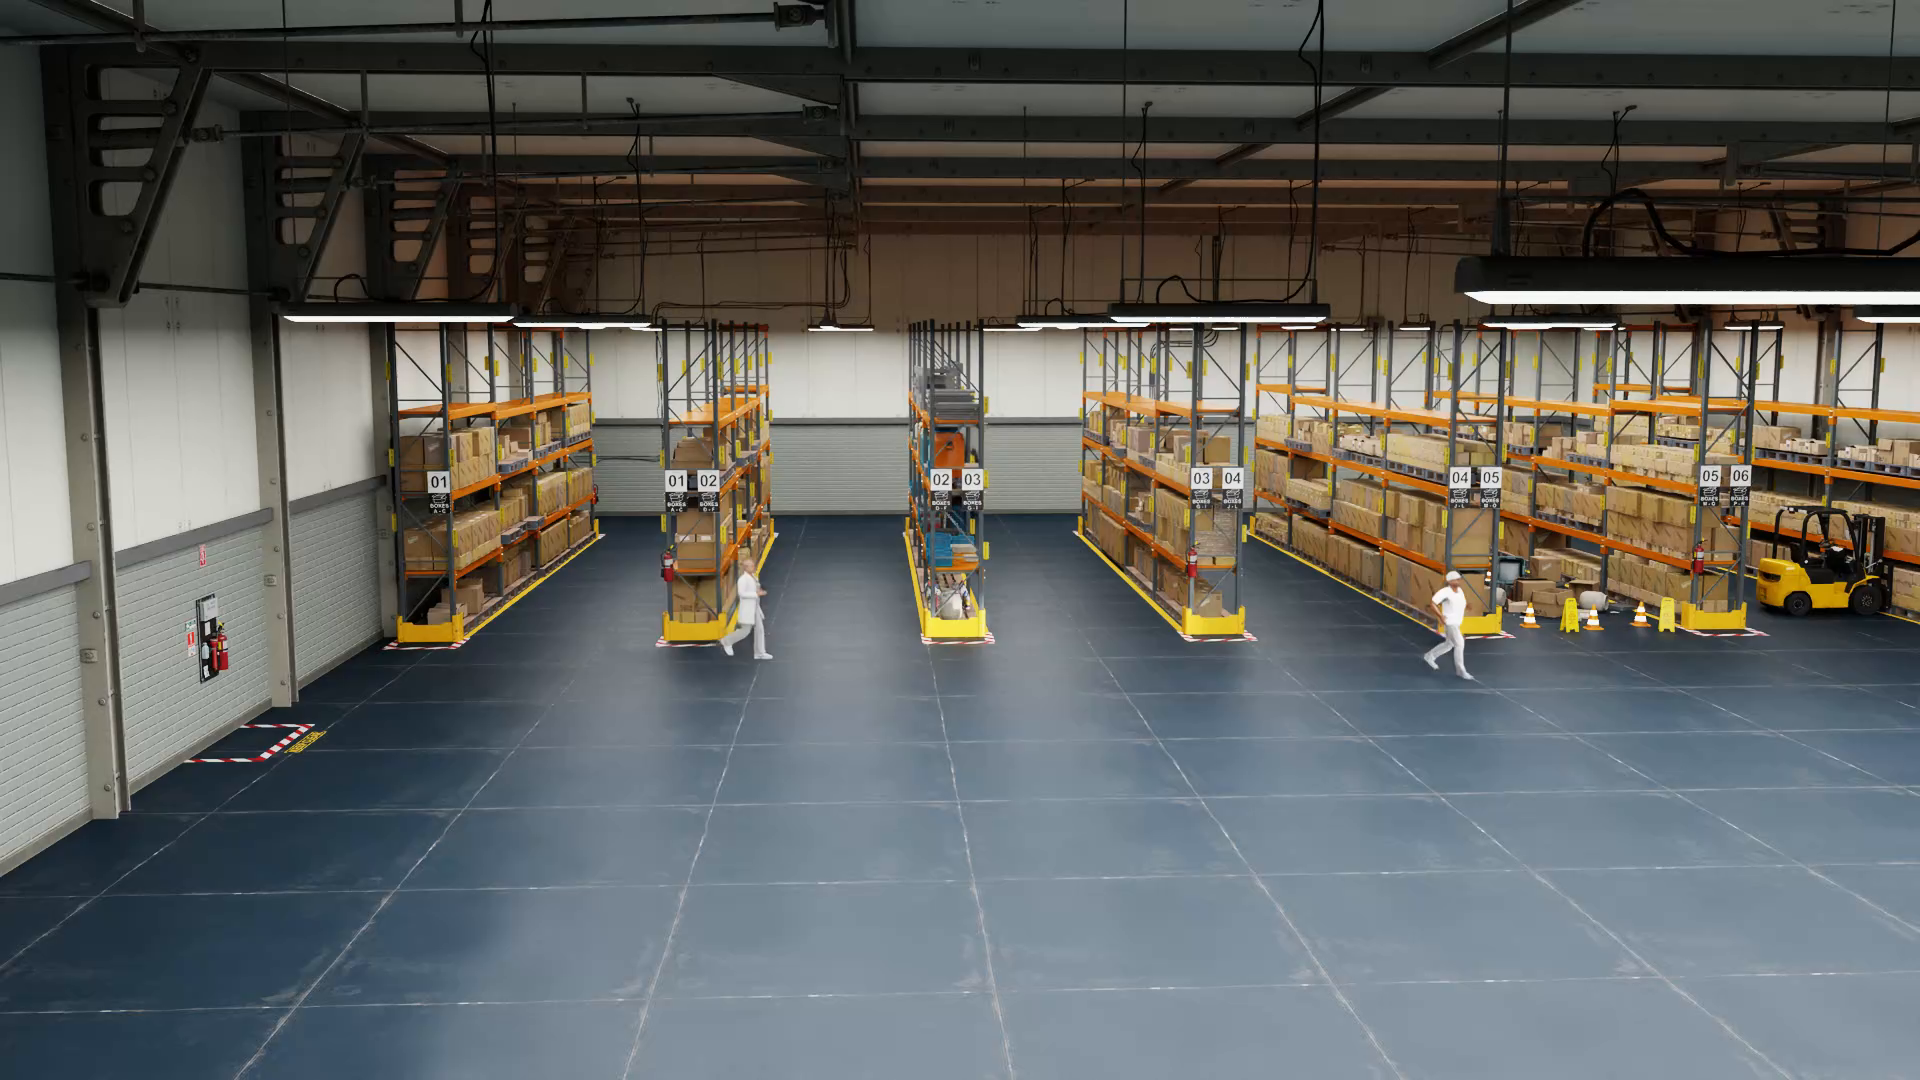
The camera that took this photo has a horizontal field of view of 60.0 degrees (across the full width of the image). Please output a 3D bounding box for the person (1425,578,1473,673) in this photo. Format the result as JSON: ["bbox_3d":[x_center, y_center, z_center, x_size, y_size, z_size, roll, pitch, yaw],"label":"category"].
[{"bbox_3d":[8.213,1.411,27.966,0.771,1.565,0.682,6,9,40],"label":"person"}]

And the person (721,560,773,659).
[{"bbox_3d":[-3.743,1.264,29.275,0.996,1.668,0.719,3,8,20],"label":"person"}]
